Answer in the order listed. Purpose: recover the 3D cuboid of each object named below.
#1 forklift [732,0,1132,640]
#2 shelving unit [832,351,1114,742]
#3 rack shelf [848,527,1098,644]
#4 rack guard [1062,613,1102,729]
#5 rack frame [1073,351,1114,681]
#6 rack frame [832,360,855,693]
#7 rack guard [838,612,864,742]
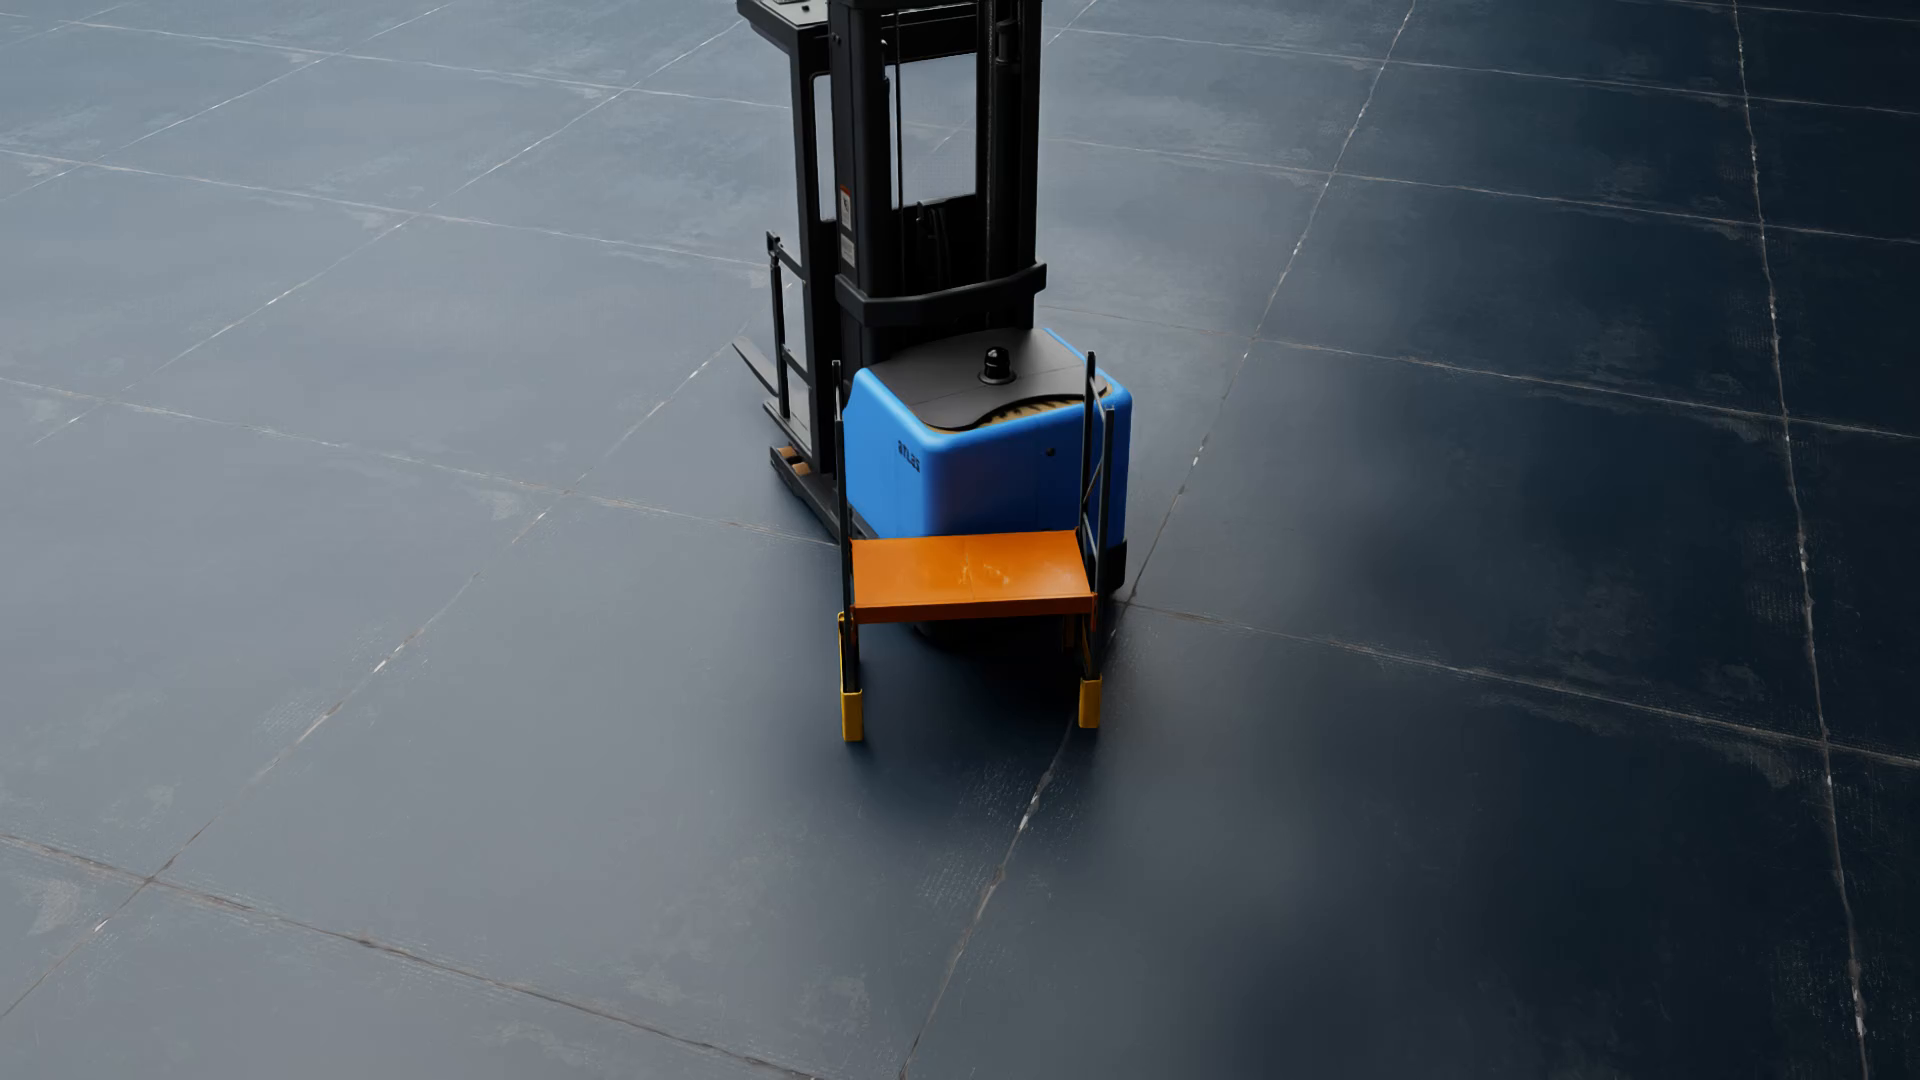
[{"bbox_3d":[-0.342,-1.564,7.970,1.130,2.935,3.031,-15,36,-22],"label":"forklift"},{"bbox_3d":[0.028,0.031,6.819,1.083,1.500,0.587,-3,33,-4],"label":"shelving unit"},{"bbox_3d":[0.037,0.182,6.918,1.000,0.185,0.538,-3,33,-4],"label":"rack shelf"},{"bbox_3d":[0.524,0.533,7.194,0.087,0.250,0.587,-3,33,-4],"label":"rack guard"},{"bbox_3d":[0.544,0.007,6.856,0.032,1.500,0.500,-3,33,-4],"label":"rack frame"},{"bbox_3d":[-0.469,0.054,6.784,0.032,1.500,0.500,-3,33,-4],"label":"rack frame"},{"bbox_3d":[-0.468,0.579,7.123,0.087,0.250,0.587,-3,33,-4],"label":"rack guard"}]
